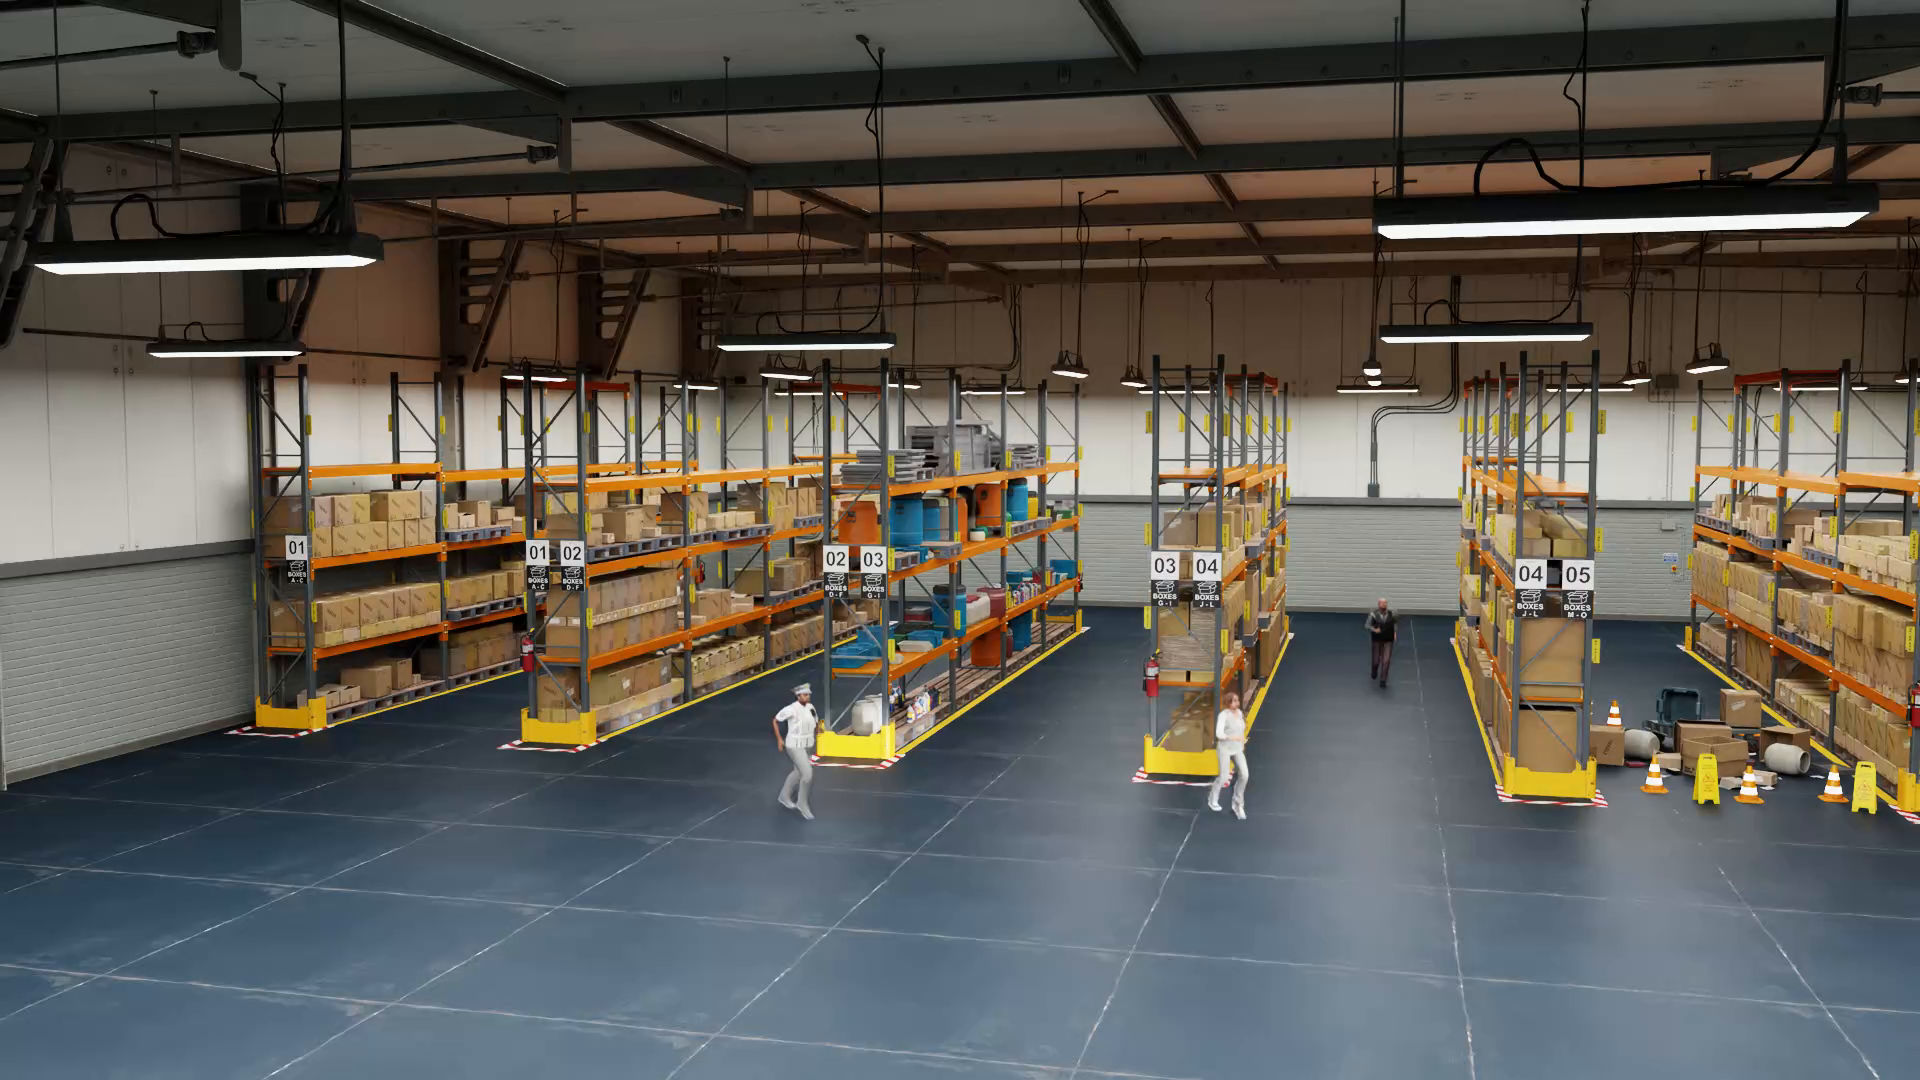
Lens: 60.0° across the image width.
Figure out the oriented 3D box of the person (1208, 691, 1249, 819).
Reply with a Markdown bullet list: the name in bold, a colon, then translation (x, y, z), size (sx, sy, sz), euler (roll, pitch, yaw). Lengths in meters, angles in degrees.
- **person**: translation (3.465, 2.752, 21.258), size (0.555, 1.657, 0.698), euler (-3, 5, -32)

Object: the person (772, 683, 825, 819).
- **person**: translation (-2.048, 2.694, 21.330), size (0.823, 1.746, 0.537), euler (3, 5, 36)

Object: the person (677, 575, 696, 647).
- **person**: translation (-6.010, 1.637, 36.252), size (0.680, 1.762, 0.802), euler (1, 4, 8)

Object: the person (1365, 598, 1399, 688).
- **person**: translation (8.100, 1.949, 31.925), size (0.665, 1.693, 0.775), euler (0, 4, 6)
